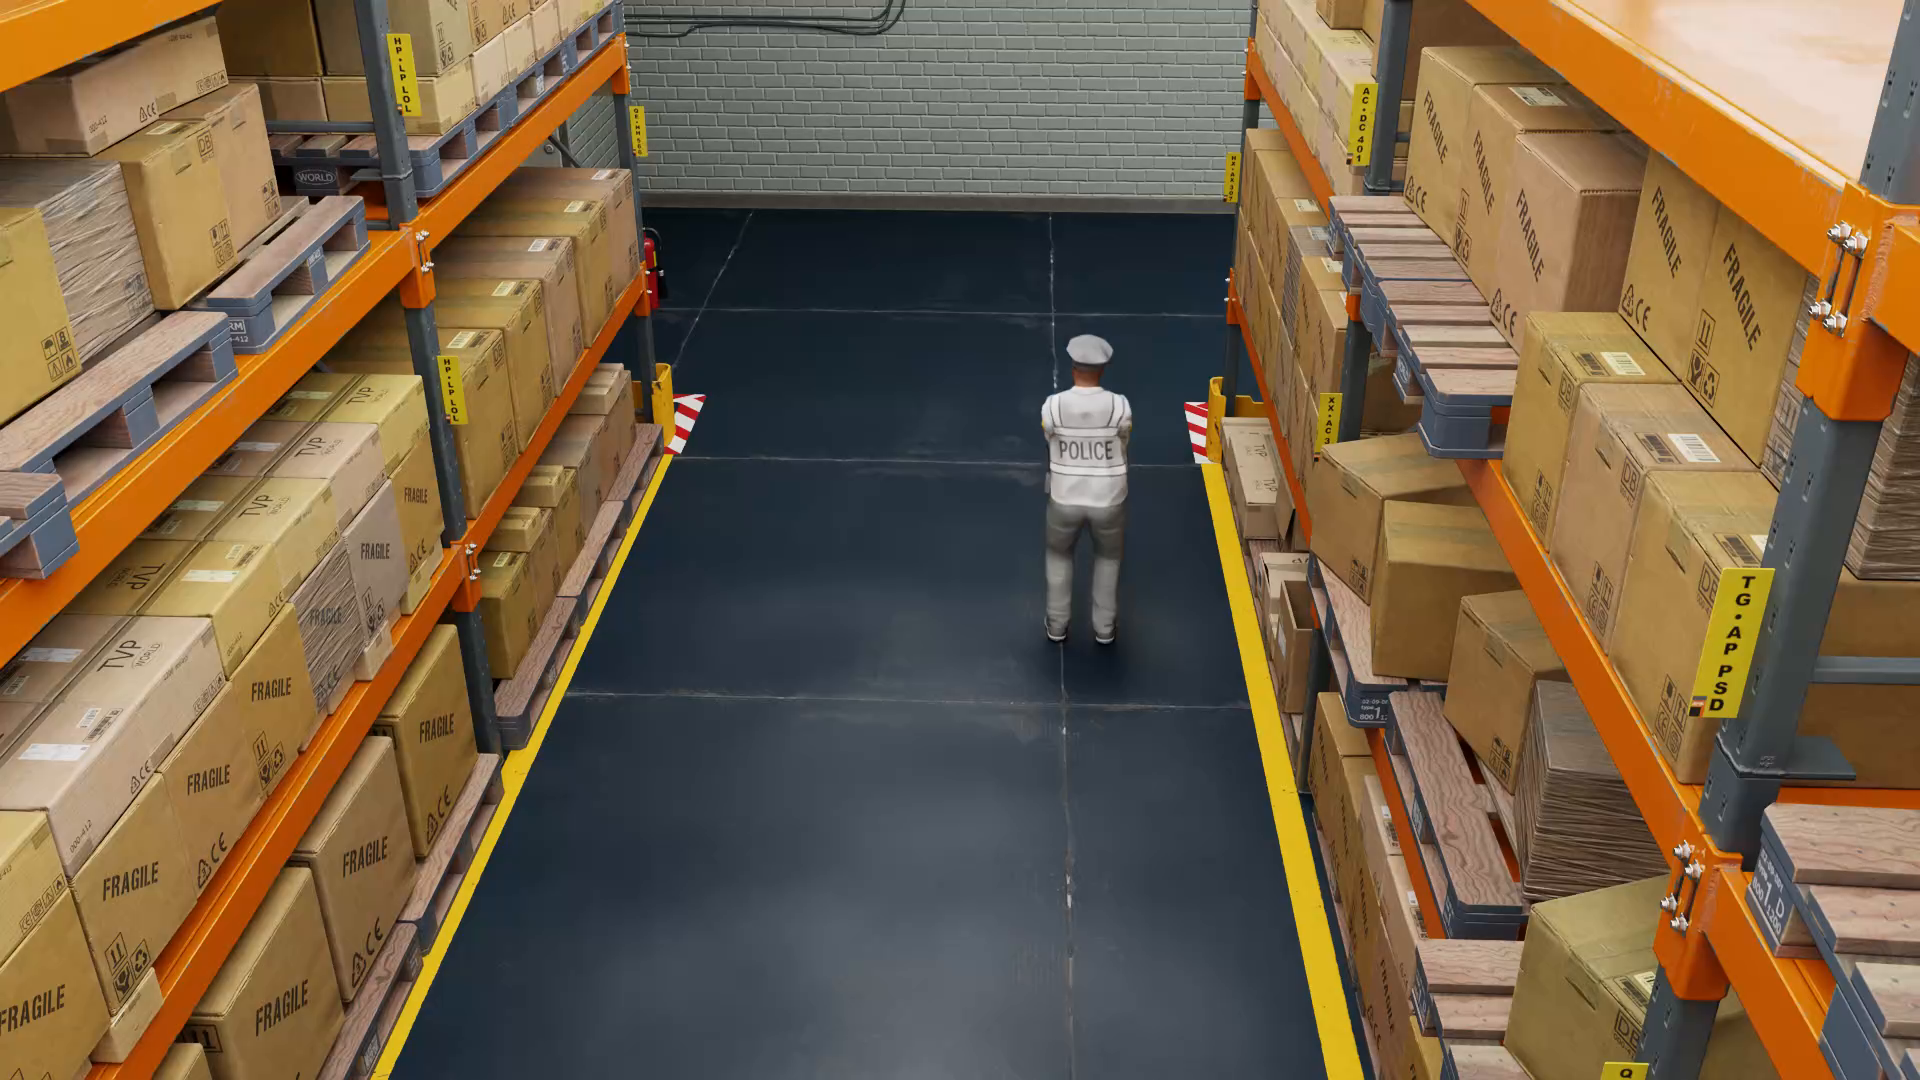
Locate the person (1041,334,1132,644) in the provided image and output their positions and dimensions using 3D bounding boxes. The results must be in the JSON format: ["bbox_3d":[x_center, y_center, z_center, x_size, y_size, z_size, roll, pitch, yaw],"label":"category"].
[{"bbox_3d":[0.682,-0.280,9.144,0.488,1.761,0.583,2,28,4],"label":"person"}]
